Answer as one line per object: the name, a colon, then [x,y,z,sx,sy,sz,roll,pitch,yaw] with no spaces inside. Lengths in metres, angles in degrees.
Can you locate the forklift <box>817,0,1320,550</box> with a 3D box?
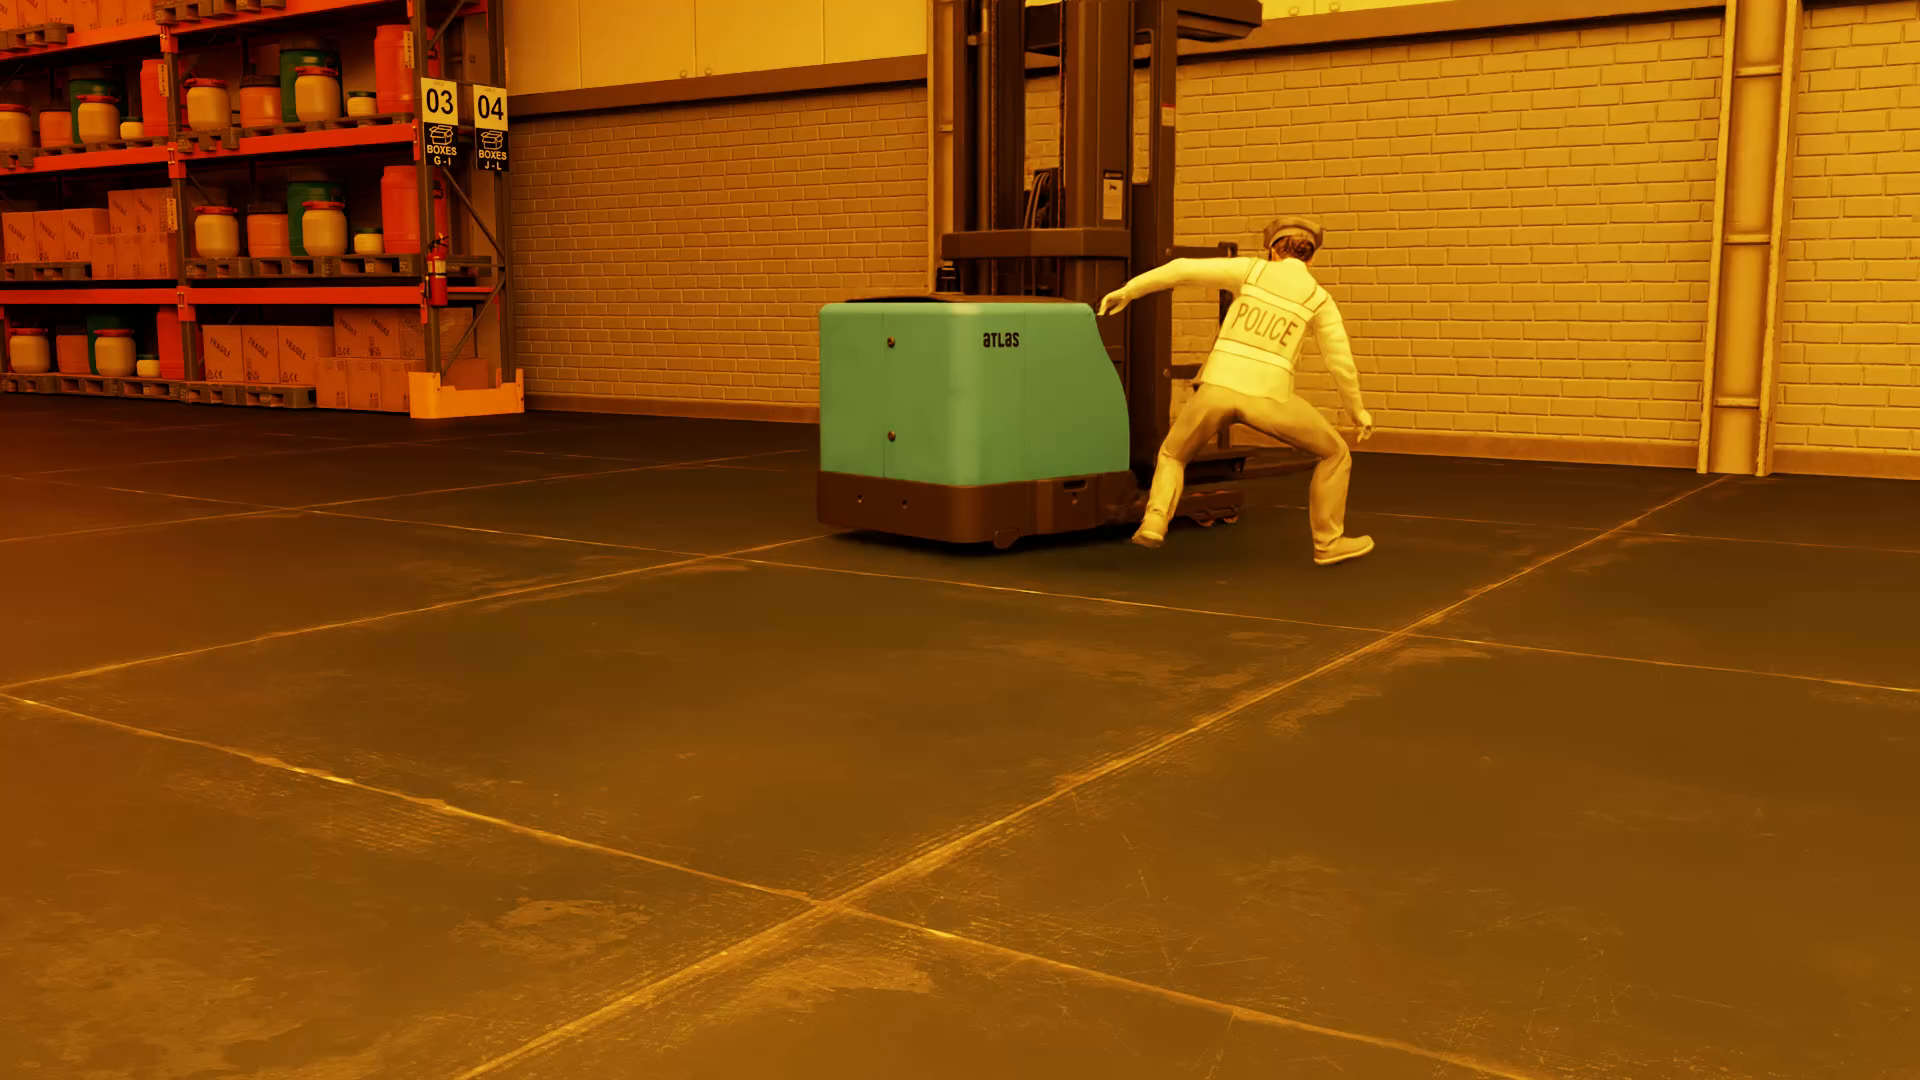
forklift: [0.759,-1.560,8.164,3.031,2.935,1.130,-8,11,-43]

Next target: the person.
person: [1.118,-0.591,6.727,1.097,1.419,0.709,3,8,17]
